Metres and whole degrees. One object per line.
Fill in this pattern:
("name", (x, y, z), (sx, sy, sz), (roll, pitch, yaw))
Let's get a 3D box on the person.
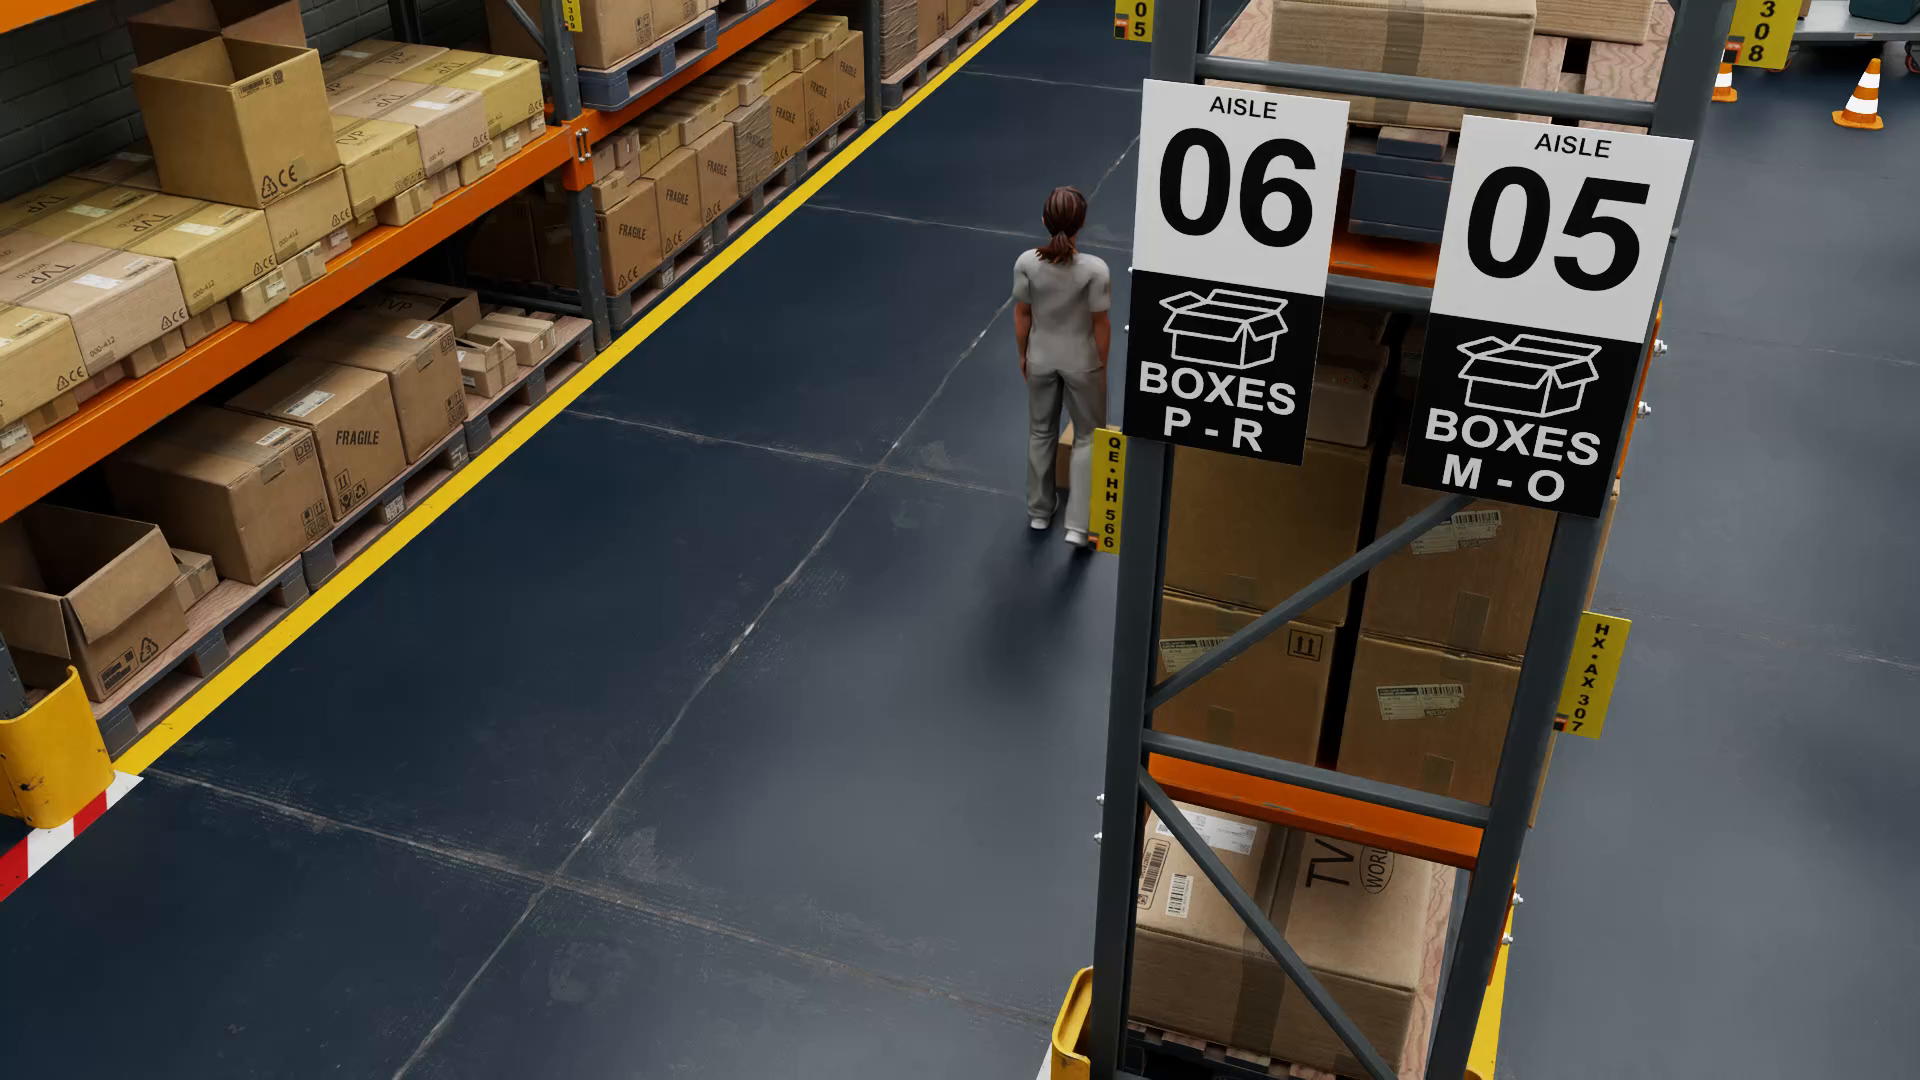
("person", (0.450, -0.729, 7.314), (0.446, 1.747, 0.478), (12, 35, 17))
